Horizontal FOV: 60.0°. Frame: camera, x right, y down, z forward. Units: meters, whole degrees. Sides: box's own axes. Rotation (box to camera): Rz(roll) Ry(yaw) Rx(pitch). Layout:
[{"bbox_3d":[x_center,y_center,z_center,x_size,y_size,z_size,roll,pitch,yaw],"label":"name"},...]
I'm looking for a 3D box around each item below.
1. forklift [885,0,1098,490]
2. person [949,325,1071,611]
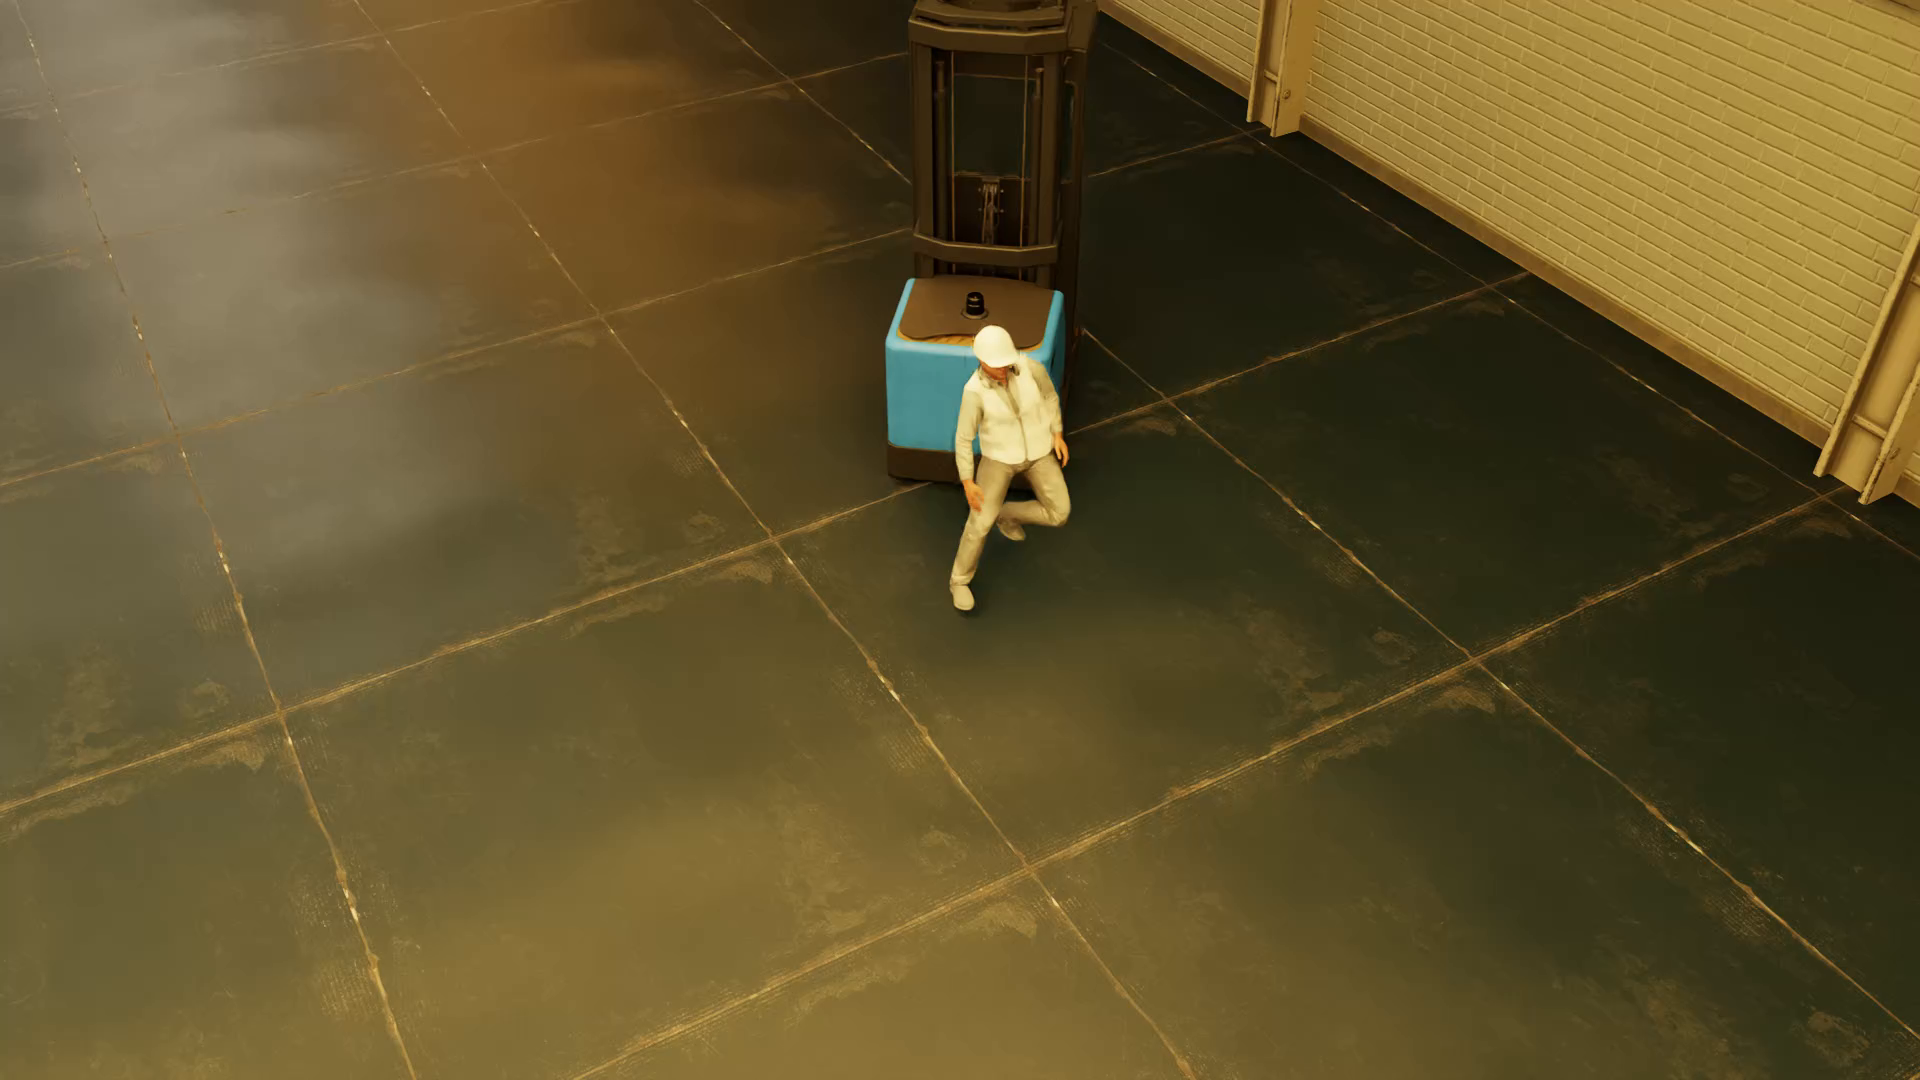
[{"bbox_3d":[0.272,-2.387,10.913,1.130,2.935,3.031,6,40,7],"label":"forklift"},{"bbox_3d":[0.261,-0.444,9.594,0.778,1.644,0.695,-11,41,-13],"label":"person"}]
